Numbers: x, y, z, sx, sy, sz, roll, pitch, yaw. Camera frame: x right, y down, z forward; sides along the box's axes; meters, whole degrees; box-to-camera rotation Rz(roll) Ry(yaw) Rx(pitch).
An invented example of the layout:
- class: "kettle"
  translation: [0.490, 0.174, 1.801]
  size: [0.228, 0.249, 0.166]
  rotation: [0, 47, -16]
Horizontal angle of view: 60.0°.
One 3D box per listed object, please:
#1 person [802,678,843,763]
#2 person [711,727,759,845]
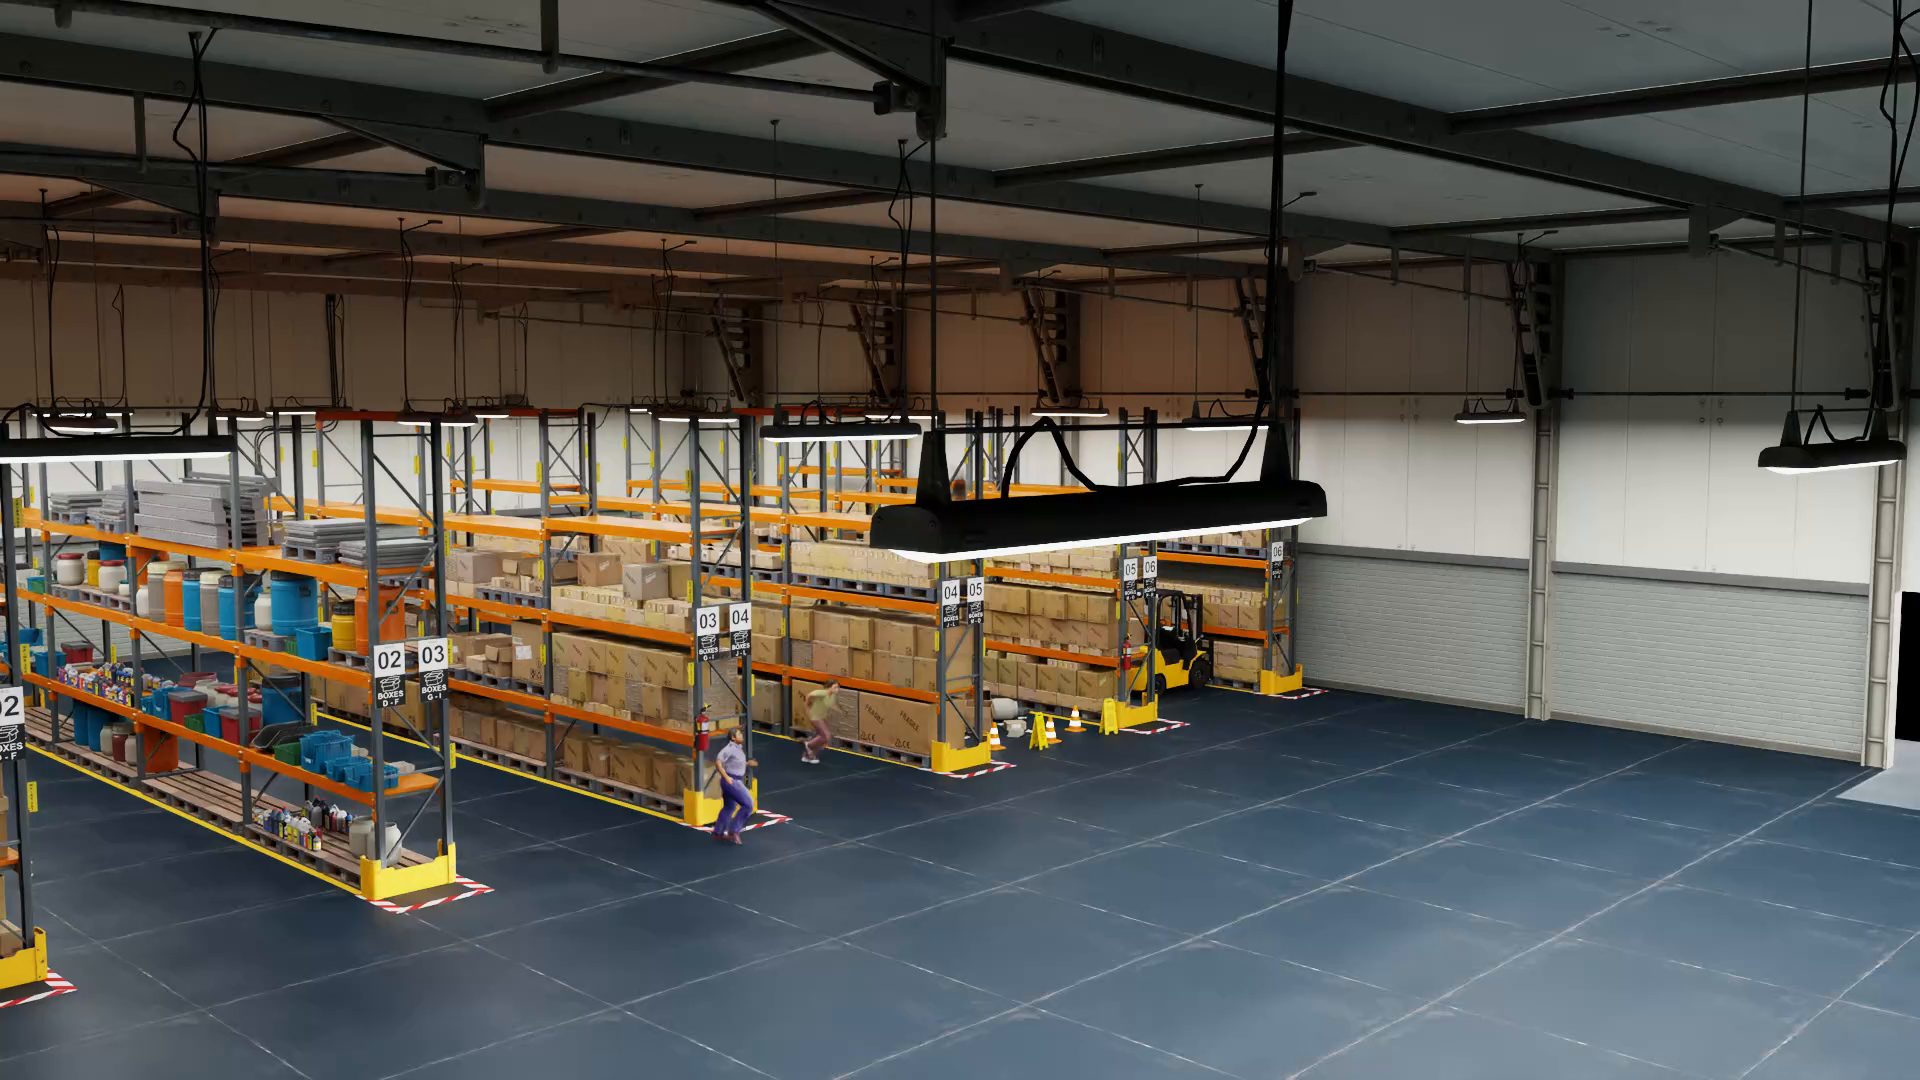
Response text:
- class: "person"
  translation: [-2.372, 3.083, 28.267]
  size: [0.804, 1.503, 0.601]
  rotation: [3, 6, 31]
- class: "person"
  translation: [-3.163, 3.459, 23.422]
  size: [0.663, 1.672, 0.577]
  rotation: [-1, 5, -9]
